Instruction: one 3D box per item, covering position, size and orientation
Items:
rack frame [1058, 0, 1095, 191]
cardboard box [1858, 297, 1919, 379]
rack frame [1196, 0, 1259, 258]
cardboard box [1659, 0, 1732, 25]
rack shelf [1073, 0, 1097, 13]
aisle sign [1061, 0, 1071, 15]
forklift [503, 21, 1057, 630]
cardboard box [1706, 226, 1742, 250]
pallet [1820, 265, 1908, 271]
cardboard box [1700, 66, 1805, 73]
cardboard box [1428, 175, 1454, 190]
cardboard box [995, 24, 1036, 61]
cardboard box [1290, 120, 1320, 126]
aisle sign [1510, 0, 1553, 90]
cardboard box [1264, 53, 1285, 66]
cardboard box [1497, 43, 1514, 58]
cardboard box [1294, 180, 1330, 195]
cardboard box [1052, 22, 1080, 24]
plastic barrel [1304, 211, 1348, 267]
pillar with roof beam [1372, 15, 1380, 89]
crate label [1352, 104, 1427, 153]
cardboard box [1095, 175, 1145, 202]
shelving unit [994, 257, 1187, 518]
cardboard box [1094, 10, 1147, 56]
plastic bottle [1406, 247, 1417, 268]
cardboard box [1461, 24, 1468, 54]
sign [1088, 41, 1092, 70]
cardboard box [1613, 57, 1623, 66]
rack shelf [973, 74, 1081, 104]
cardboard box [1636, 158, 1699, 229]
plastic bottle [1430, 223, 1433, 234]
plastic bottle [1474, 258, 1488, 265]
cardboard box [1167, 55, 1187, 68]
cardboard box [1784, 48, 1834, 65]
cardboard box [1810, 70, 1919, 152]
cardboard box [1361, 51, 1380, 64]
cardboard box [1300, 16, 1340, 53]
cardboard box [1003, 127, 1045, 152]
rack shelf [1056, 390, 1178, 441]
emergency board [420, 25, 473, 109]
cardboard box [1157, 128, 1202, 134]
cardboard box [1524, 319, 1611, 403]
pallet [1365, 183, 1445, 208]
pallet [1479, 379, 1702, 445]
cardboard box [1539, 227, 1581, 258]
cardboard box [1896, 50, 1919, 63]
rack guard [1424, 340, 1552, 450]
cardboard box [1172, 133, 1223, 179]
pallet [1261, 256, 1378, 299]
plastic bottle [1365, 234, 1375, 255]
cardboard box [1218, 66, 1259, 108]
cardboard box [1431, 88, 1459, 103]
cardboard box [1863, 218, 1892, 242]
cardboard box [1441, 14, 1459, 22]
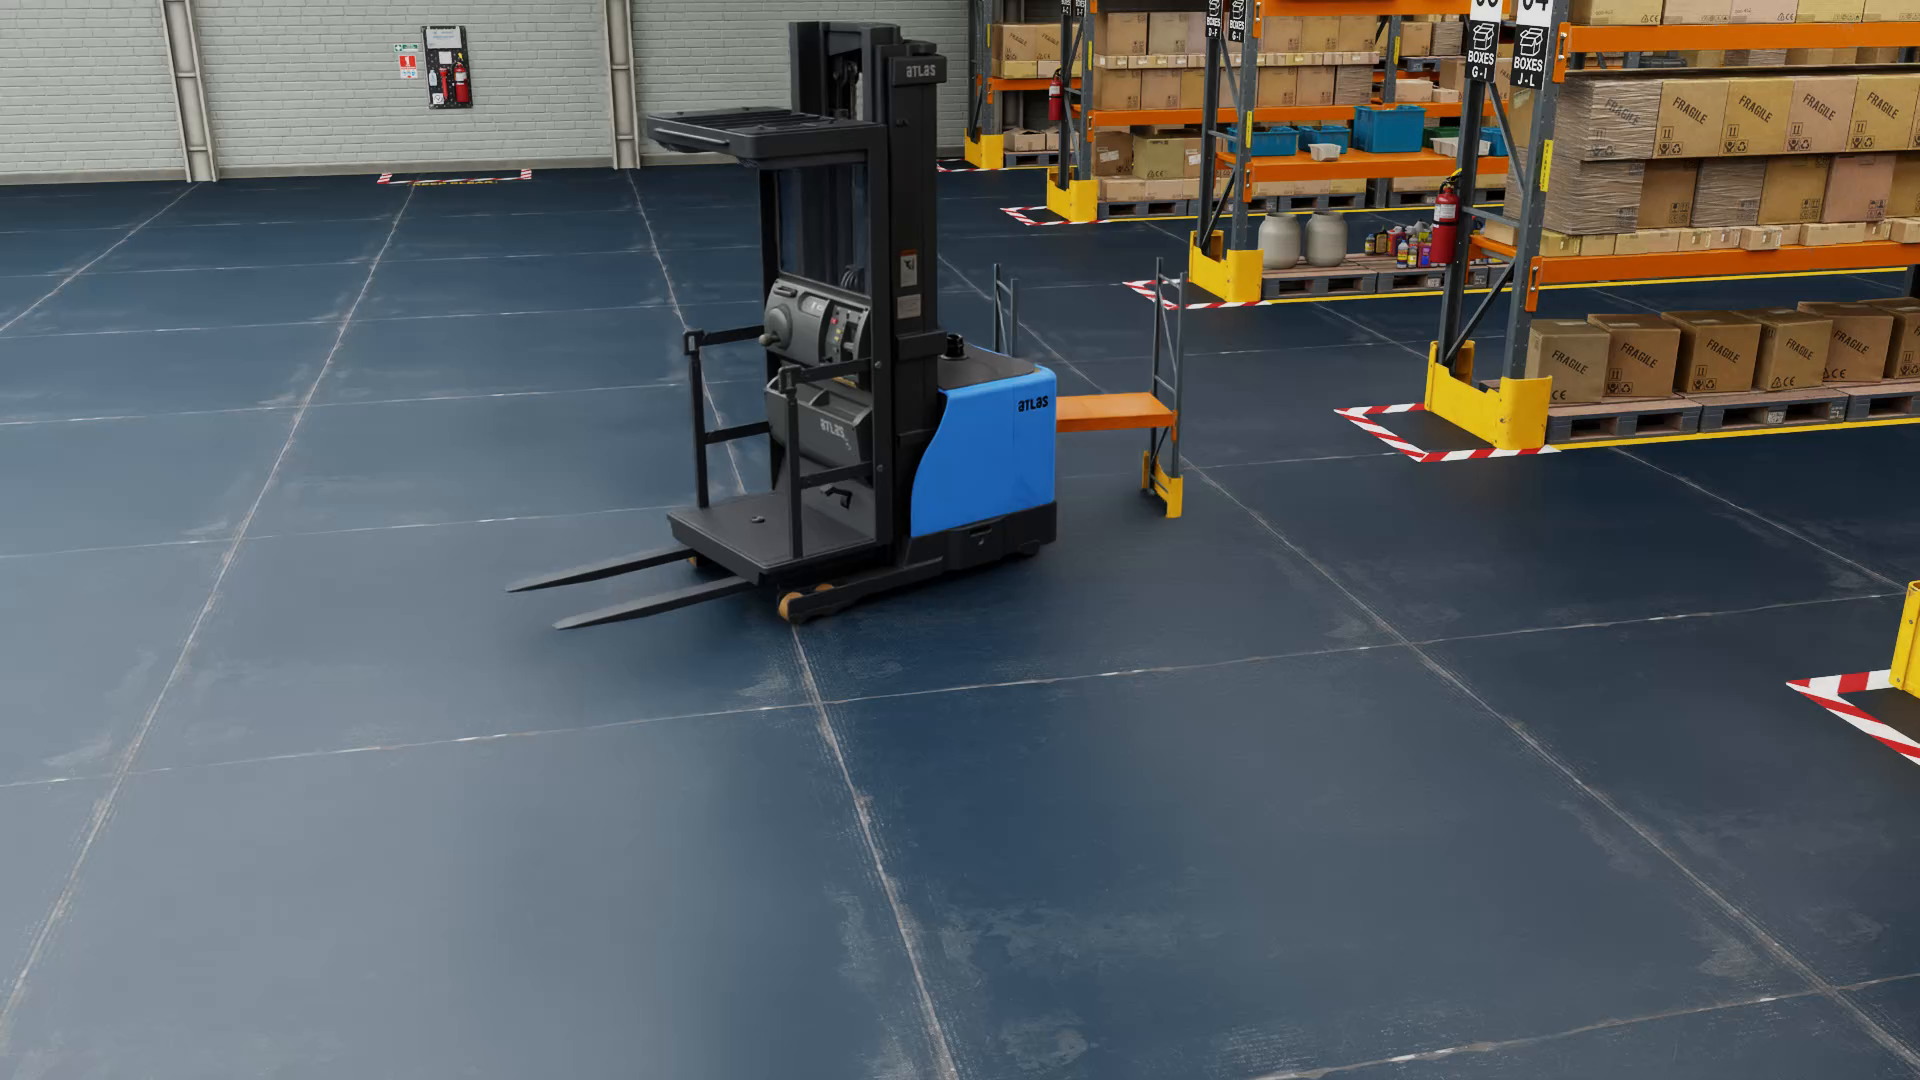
[{"bbox_3d":[1.435,-5.543,20.586,0.127,3.000,1.000,-5,21,-12],"label":"rack frame"},{"bbox_3d":[7.206,-1.549,12.705,0.500,0.500,0.500,-5,21,-14],"label":"cardboard box"},{"bbox_3d":[2.572,-3.885,16.059,0.127,3.000,1.000,-5,21,-12],"label":"rack frame"},{"bbox_3d":[4.740,-3.560,11.028,0.500,0.250,0.500,-5,21,-14],"label":"cardboard box"},{"bbox_3d":[3.382,-6.772,20.626,4.000,0.370,1.077,-5,21,-12],"label":"rack shelf"},{"bbox_3d":[1.304,-6.857,20.393,0.004,0.787,0.394,-5,21,-12],"label":"aisle sign"},{"bbox_3d":[-0.926,-1.143,8.674,3.031,2.935,1.130,-15,25,-34],"label":"forklift"},{"bbox_3d":[5.258,-2.153,11.696,0.250,0.149,0.380,-5,21,-12],"label":"cardboard box"},{"bbox_3d":[9.594,-3.160,18.136,1.213,0.211,1.003,-5,21,-12],"label":"pallet"},{"bbox_3d":[5.651,-3.126,11.957,0.500,0.500,0.500,-5,21,-12],"label":"cardboard box"},{"bbox_3d":[6.275,-4.755,21.821,0.500,0.250,0.500,-4,21,-11],"label":"cardboard box"},{"bbox_3d":[0.826,-7.429,24.834,0.500,0.500,0.500,-5,21,-12],"label":"cardboard box"},{"bbox_3d":[5.388,-6.672,26.663,0.500,0.500,0.700,-5,21,-14],"label":"cardboard box"},{"bbox_3d":[3.720,-3.342,10.799,0.004,0.787,0.394,-5,21,-12],"label":"aisle sign"},{"bbox_3d":[3.877,-6.018,20.794,0.250,0.149,0.380,-4,21,-11],"label":"cardboard box"},{"bbox_3d":[8.609,-7.983,26.640,0.500,0.500,0.500,-4,21,-11],"label":"cardboard box"},{"bbox_3d":[4.438,-4.620,21.452,0.500,0.250,0.500,-5,21,-12],"label":"cardboard box"},{"bbox_3d":[1.696,-7.680,25.517,0.500,0.500,0.500,-5,21,-14],"label":"cardboard box"},{"bbox_3d":[3.682,-3.031,16.735,0.421,0.512,0.421,0,20,0],"label":"plastic barrel"},{"bbox_3d":[7.604,-9.397,22.385,0.400,9.000,9.100,-5,21,-12],"label":"pillar with roof beam"},{"bbox_3d":[4.301,-4.138,16.698,0.616,0.435,0.502,-5,21,-12],"label":"crate label"},{"bbox_3d":[2.008,-4.417,20.900,0.500,0.250,0.500,-5,21,-12],"label":"cardboard box"},{"bbox_3d":[0.778,-0.909,10.116,1.083,1.500,0.587,-4,20,-11],"label":"shelving unit"},{"bbox_3d":[1.944,-6.236,20.447,0.500,0.500,0.700,-5,21,-12],"label":"cardboard box"},{"bbox_3d":[4.508,-2.825,16.594,0.097,0.201,0.097,0,20,0],"label":"plastic bottle"},{"bbox_3d":[8.476,-8.156,27.112,0.500,0.500,0.500,-5,21,-12],"label":"cardboard box"},{"bbox_3d":[1.557,-5.801,19.915,0.005,0.325,0.100,-5,21,-12],"label":"sign"},{"bbox_3d":[10.707,-7.850,27.219,0.250,0.149,0.380,-5,21,-12],"label":"cardboard box"},{"bbox_3d":[2.238,-7.022,25.668,4.000,0.370,1.077,-5,21,-12],"label":"rack shelf"},{"bbox_3d":[4.712,-2.528,11.776,0.500,0.500,0.875,-5,21,-12],"label":"cardboard box"},{"bbox_3d":[4.986,-3.191,17.376,0.185,0.351,0.144,-5,21,-13],"label":"plastic bottle"},{"bbox_3d":[5.244,-2.929,16.771,0.135,0.276,0.152,-4,21,-11],"label":"plastic bottle"},{"bbox_3d":[2.612,-5.914,20.510,0.250,0.149,0.380,-5,21,-13],"label":"cardboard box"},{"bbox_3d":[11.408,-6.577,22.652,0.500,0.500,0.700,-10,23,-26],"label":"cardboard box"},{"bbox_3d":[6.256,-2.993,11.592,0.500,0.500,0.500,-5,21,-12],"label":"cardboard box"},{"bbox_3d":[5.113,-6.118,21.067,0.250,0.149,0.380,-5,21,-13],"label":"cardboard box"},{"bbox_3d":[4.406,-6.438,20.998,0.500,0.500,0.700,-5,21,-13],"label":"cardboard box"},{"bbox_3d":[0.986,-6.170,25.566,0.500,0.311,0.500,-7,21,-19],"label":"cardboard box"},{"bbox_3d":[0.769,-0.740,10.176,1.000,0.185,0.538,-4,20,-11],"label":"rack shelf"},{"bbox_3d":[-7.479,-6.888,24.258,0.643,1.169,0.194,-5,21,-12],"label":"emergency board"},{"bbox_3d":[2.859,-5.028,21.475,0.500,0.500,0.500,-5,21,-12],"label":"cardboard box"},{"bbox_3d":[4.323,-1.294,12.011,0.500,0.500,0.500,-1,20,-2],"label":"cardboard box"},{"bbox_3d":[6.036,-4.622,22.125,1.213,0.211,1.003,-5,21,-12],"label":"pallet"},{"bbox_3d":[4.584,-0.976,12.173,1.213,0.211,1.003,-5,21,-12],"label":"pallet"},{"bbox_3d":[4.044,-2.052,11.420,0.250,0.149,0.380,-5,21,-12],"label":"cardboard box"},{"bbox_3d":[13.541,-6.666,23.505,0.500,0.500,0.500,-4,21,-12],"label":"cardboard box"},{"bbox_3d":[3.785,-1.059,11.980,0.348,0.500,1.175,-5,21,-12],"label":"rack guard"},{"bbox_3d":[2.978,-4.854,21.000,0.500,0.500,0.500,-5,21,-12],"label":"cardboard box"},{"bbox_3d":[3.427,-2.660,16.769,1.213,0.211,1.003,-5,21,-12],"label":"pallet"},{"bbox_3d":[4.258,-3.070,17.262,0.097,0.201,0.097,0,20,0],"label":"plastic bottle"},{"bbox_3d":[3.399,-5.746,20.995,0.500,0.500,0.700,-4,21,-11],"label":"cardboard box"},{"bbox_3d":[6.237,-5.744,21.499,0.250,0.149,0.380,-5,21,-12],"label":"cardboard box"},{"bbox_3d":[6.469,-2.261,11.992,0.250,0.149,0.380,-5,21,-12],"label":"cardboard box"},{"bbox_3d":[7.748,-8.355,26.534,0.250,0.149,0.380,-7,21,-20],"label":"cardboard box"}]
